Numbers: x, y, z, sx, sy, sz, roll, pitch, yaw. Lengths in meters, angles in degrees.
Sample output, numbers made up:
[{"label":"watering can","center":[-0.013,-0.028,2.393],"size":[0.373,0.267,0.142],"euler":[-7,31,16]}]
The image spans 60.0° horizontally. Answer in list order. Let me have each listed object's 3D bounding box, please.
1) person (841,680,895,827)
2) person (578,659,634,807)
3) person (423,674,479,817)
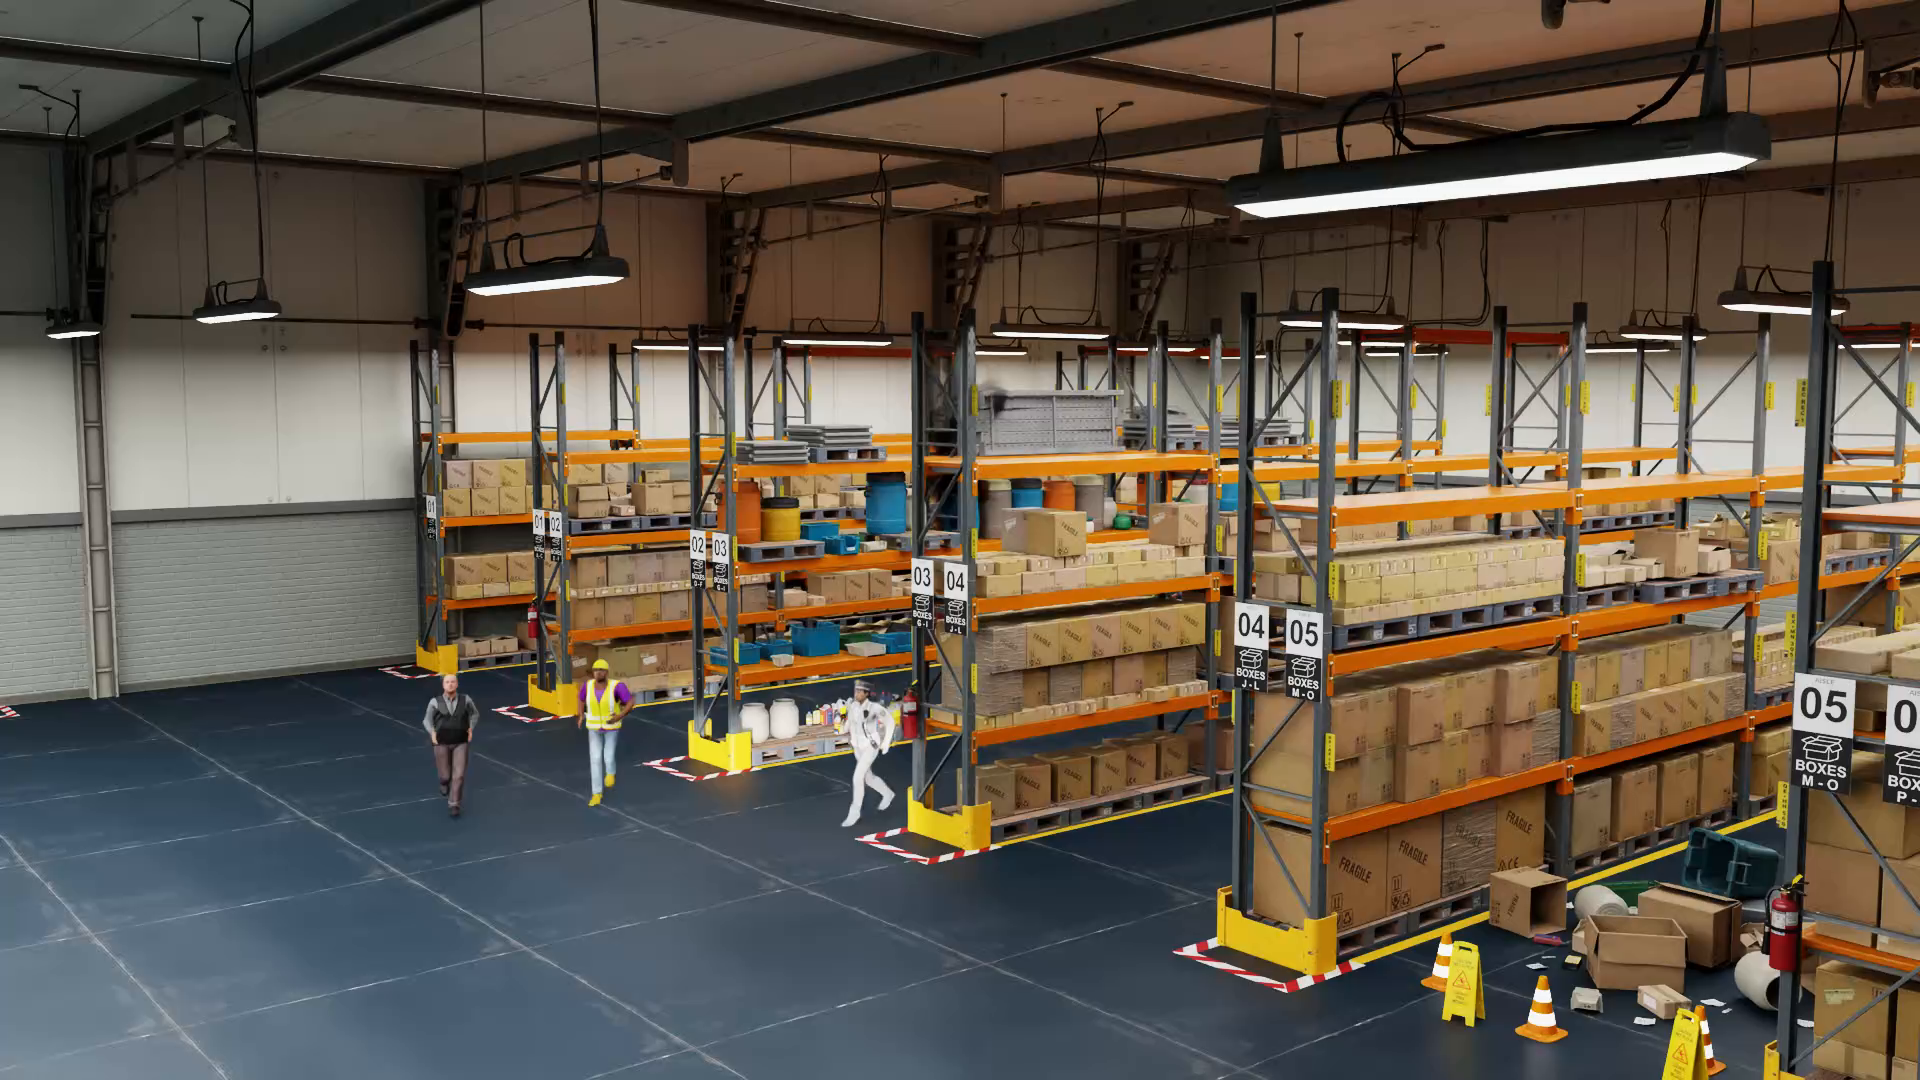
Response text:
[{"label":"person","center":[-1.107,2.499,19.848],"size":[0.897,1.716,0.644],"euler":[-5,7,-44]},{"label":"person","center":[-4.434,2.358,20.796],"size":[0.715,1.775,0.850],"euler":[0,5,-2]},{"label":"person","center":[-6.147,2.466,20.145],"size":[0.661,1.692,0.778],"euler":[-2,6,-21]}]
